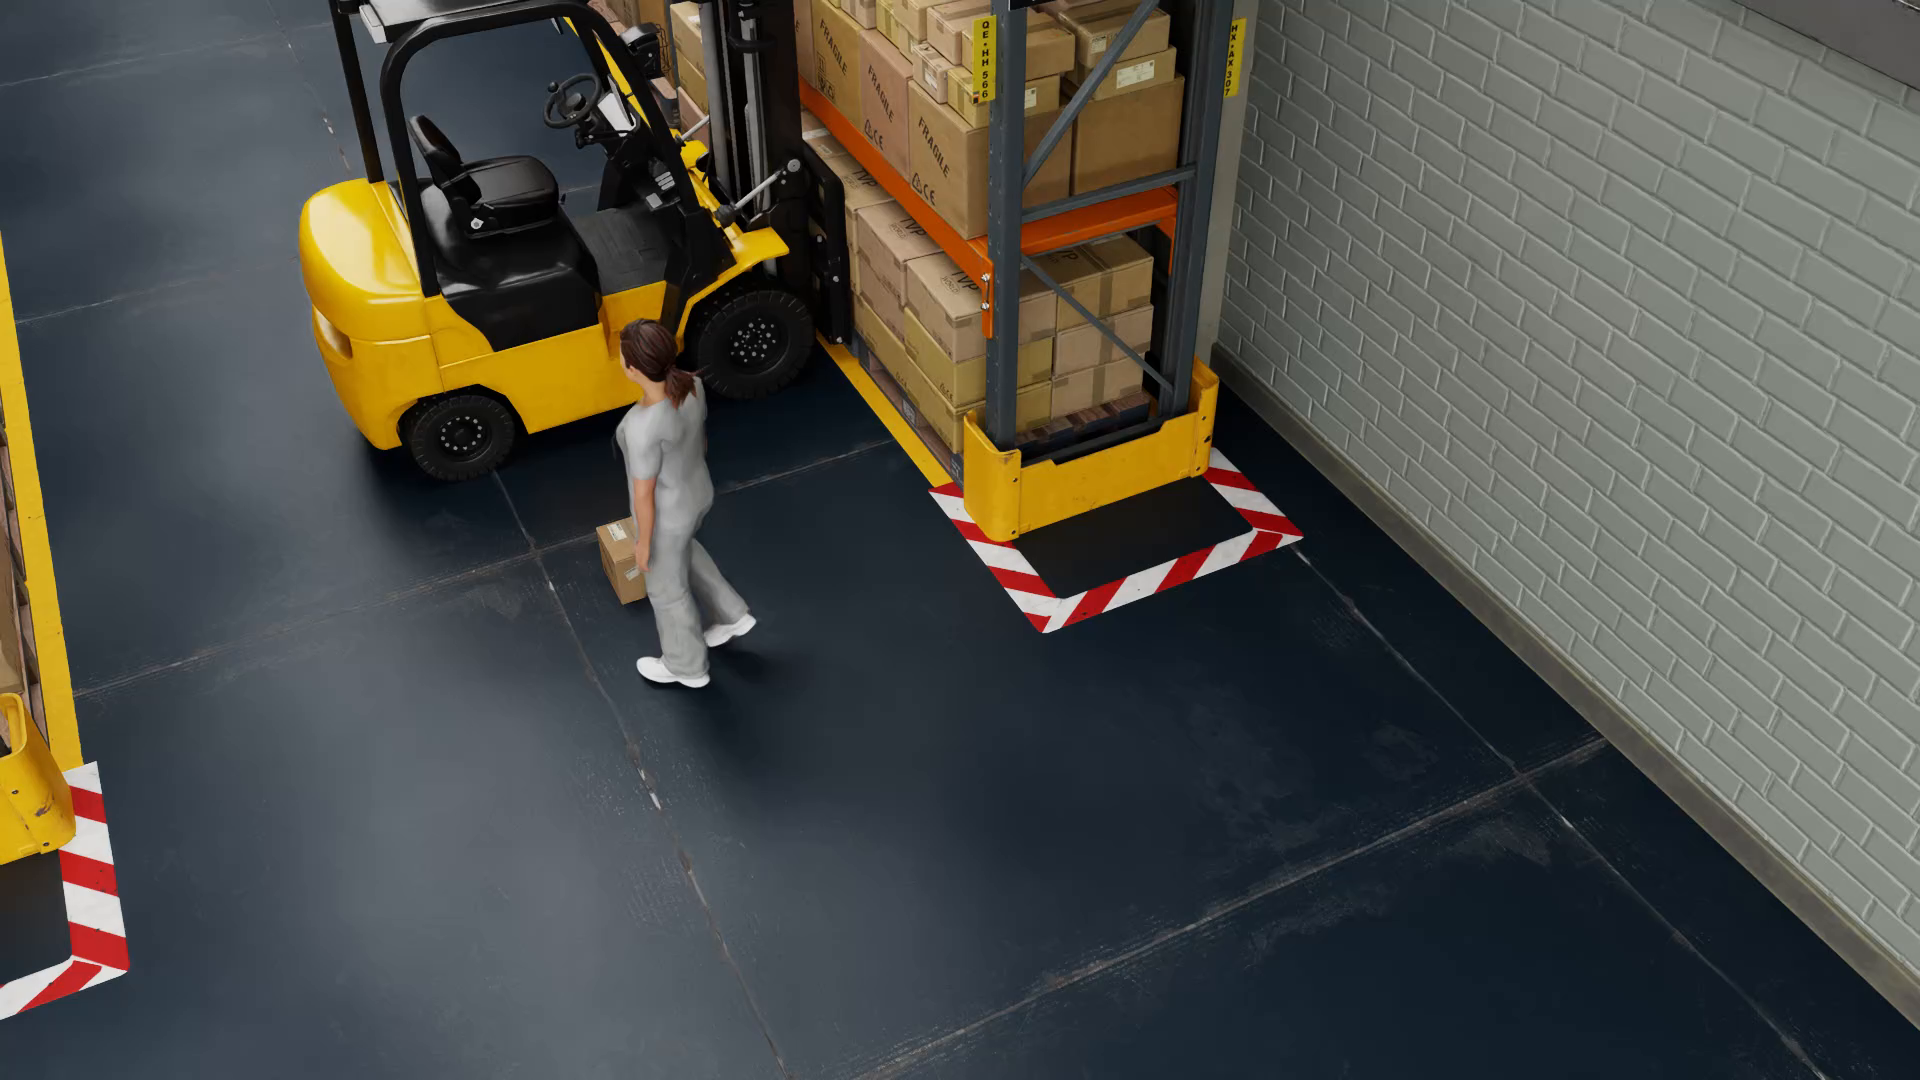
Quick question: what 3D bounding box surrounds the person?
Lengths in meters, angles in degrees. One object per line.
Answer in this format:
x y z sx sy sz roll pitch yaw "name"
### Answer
-1.090 -0.114 6.269 0.427 1.678 0.472 16 44 18 "person"
